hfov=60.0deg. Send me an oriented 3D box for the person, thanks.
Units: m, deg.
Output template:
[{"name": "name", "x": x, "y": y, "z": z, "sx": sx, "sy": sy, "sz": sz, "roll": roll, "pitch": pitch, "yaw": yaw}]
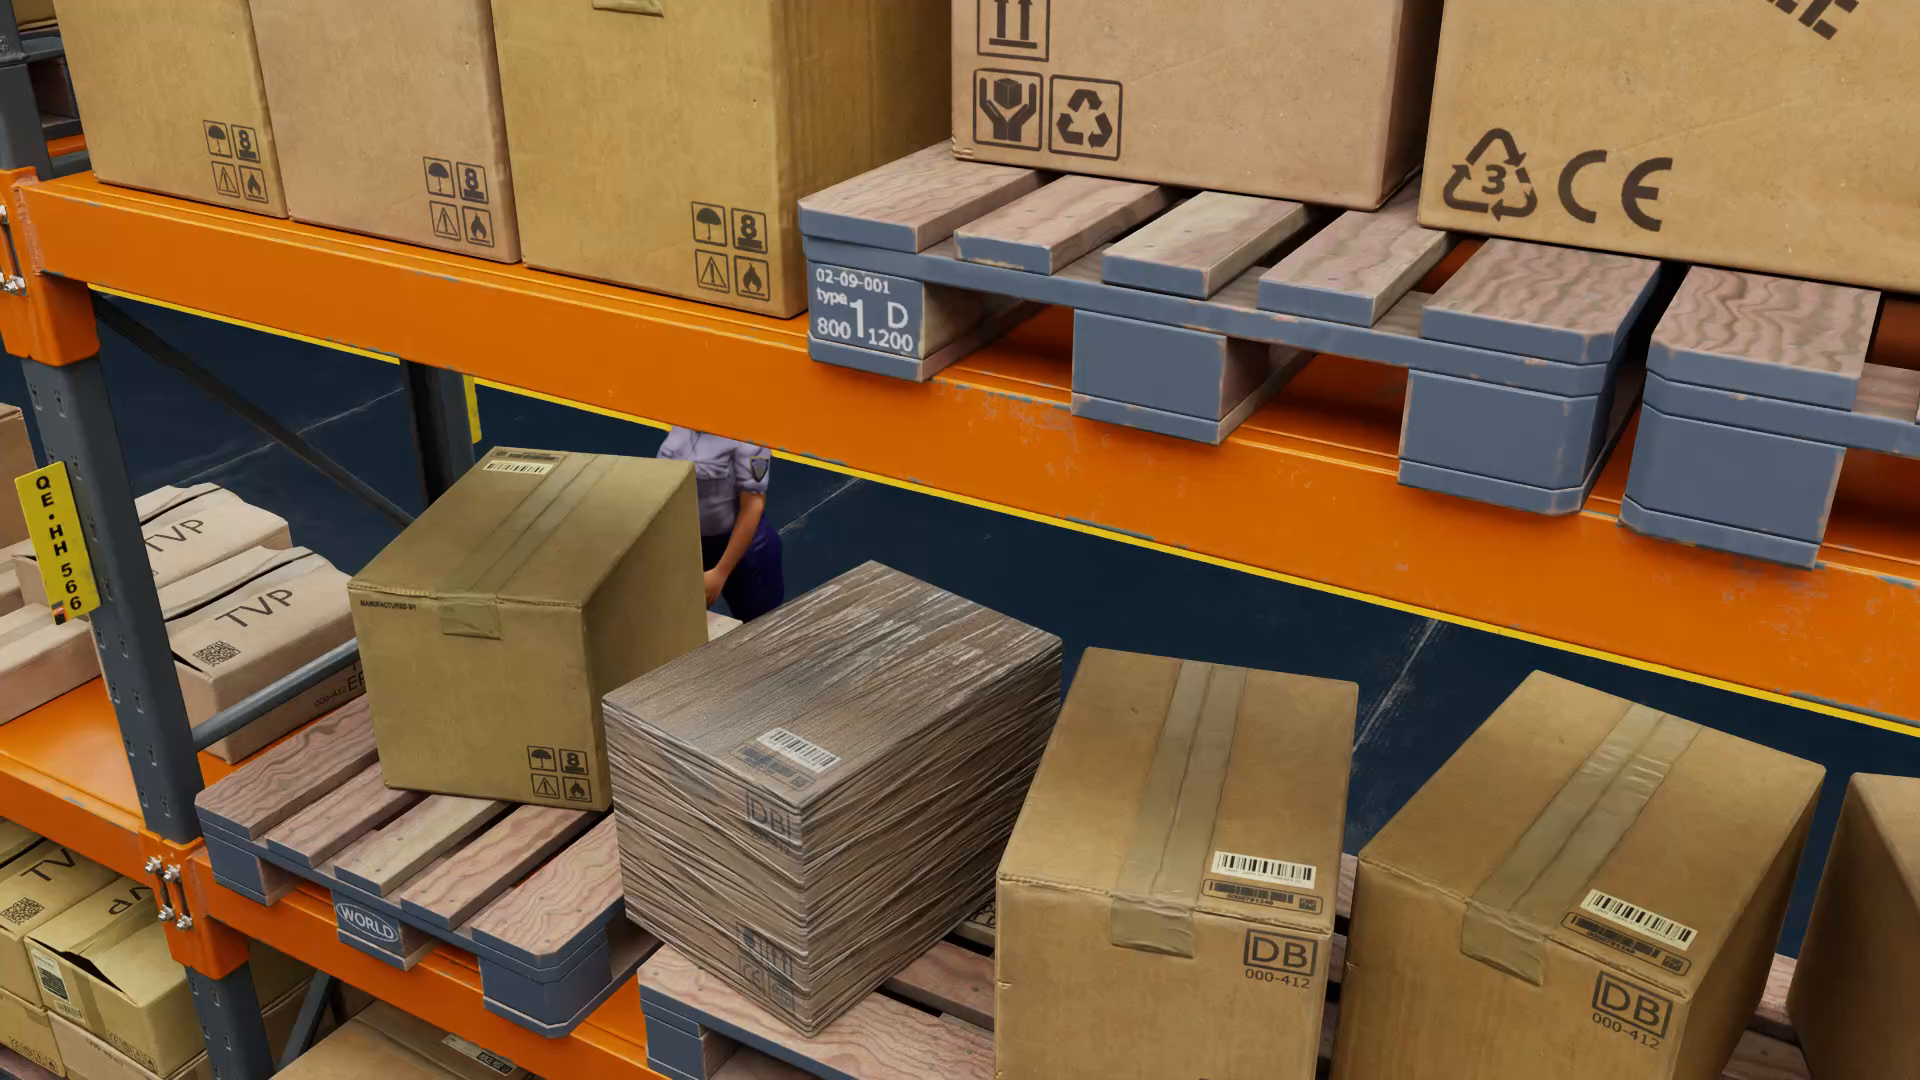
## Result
[{"name": "person", "x": -0.933, "y": 0.084, "z": 5.959, "sx": 0.484, "sy": 1.595, "sz": 0.915, "roll": 18, "pitch": 32, "yaw": 32}]
